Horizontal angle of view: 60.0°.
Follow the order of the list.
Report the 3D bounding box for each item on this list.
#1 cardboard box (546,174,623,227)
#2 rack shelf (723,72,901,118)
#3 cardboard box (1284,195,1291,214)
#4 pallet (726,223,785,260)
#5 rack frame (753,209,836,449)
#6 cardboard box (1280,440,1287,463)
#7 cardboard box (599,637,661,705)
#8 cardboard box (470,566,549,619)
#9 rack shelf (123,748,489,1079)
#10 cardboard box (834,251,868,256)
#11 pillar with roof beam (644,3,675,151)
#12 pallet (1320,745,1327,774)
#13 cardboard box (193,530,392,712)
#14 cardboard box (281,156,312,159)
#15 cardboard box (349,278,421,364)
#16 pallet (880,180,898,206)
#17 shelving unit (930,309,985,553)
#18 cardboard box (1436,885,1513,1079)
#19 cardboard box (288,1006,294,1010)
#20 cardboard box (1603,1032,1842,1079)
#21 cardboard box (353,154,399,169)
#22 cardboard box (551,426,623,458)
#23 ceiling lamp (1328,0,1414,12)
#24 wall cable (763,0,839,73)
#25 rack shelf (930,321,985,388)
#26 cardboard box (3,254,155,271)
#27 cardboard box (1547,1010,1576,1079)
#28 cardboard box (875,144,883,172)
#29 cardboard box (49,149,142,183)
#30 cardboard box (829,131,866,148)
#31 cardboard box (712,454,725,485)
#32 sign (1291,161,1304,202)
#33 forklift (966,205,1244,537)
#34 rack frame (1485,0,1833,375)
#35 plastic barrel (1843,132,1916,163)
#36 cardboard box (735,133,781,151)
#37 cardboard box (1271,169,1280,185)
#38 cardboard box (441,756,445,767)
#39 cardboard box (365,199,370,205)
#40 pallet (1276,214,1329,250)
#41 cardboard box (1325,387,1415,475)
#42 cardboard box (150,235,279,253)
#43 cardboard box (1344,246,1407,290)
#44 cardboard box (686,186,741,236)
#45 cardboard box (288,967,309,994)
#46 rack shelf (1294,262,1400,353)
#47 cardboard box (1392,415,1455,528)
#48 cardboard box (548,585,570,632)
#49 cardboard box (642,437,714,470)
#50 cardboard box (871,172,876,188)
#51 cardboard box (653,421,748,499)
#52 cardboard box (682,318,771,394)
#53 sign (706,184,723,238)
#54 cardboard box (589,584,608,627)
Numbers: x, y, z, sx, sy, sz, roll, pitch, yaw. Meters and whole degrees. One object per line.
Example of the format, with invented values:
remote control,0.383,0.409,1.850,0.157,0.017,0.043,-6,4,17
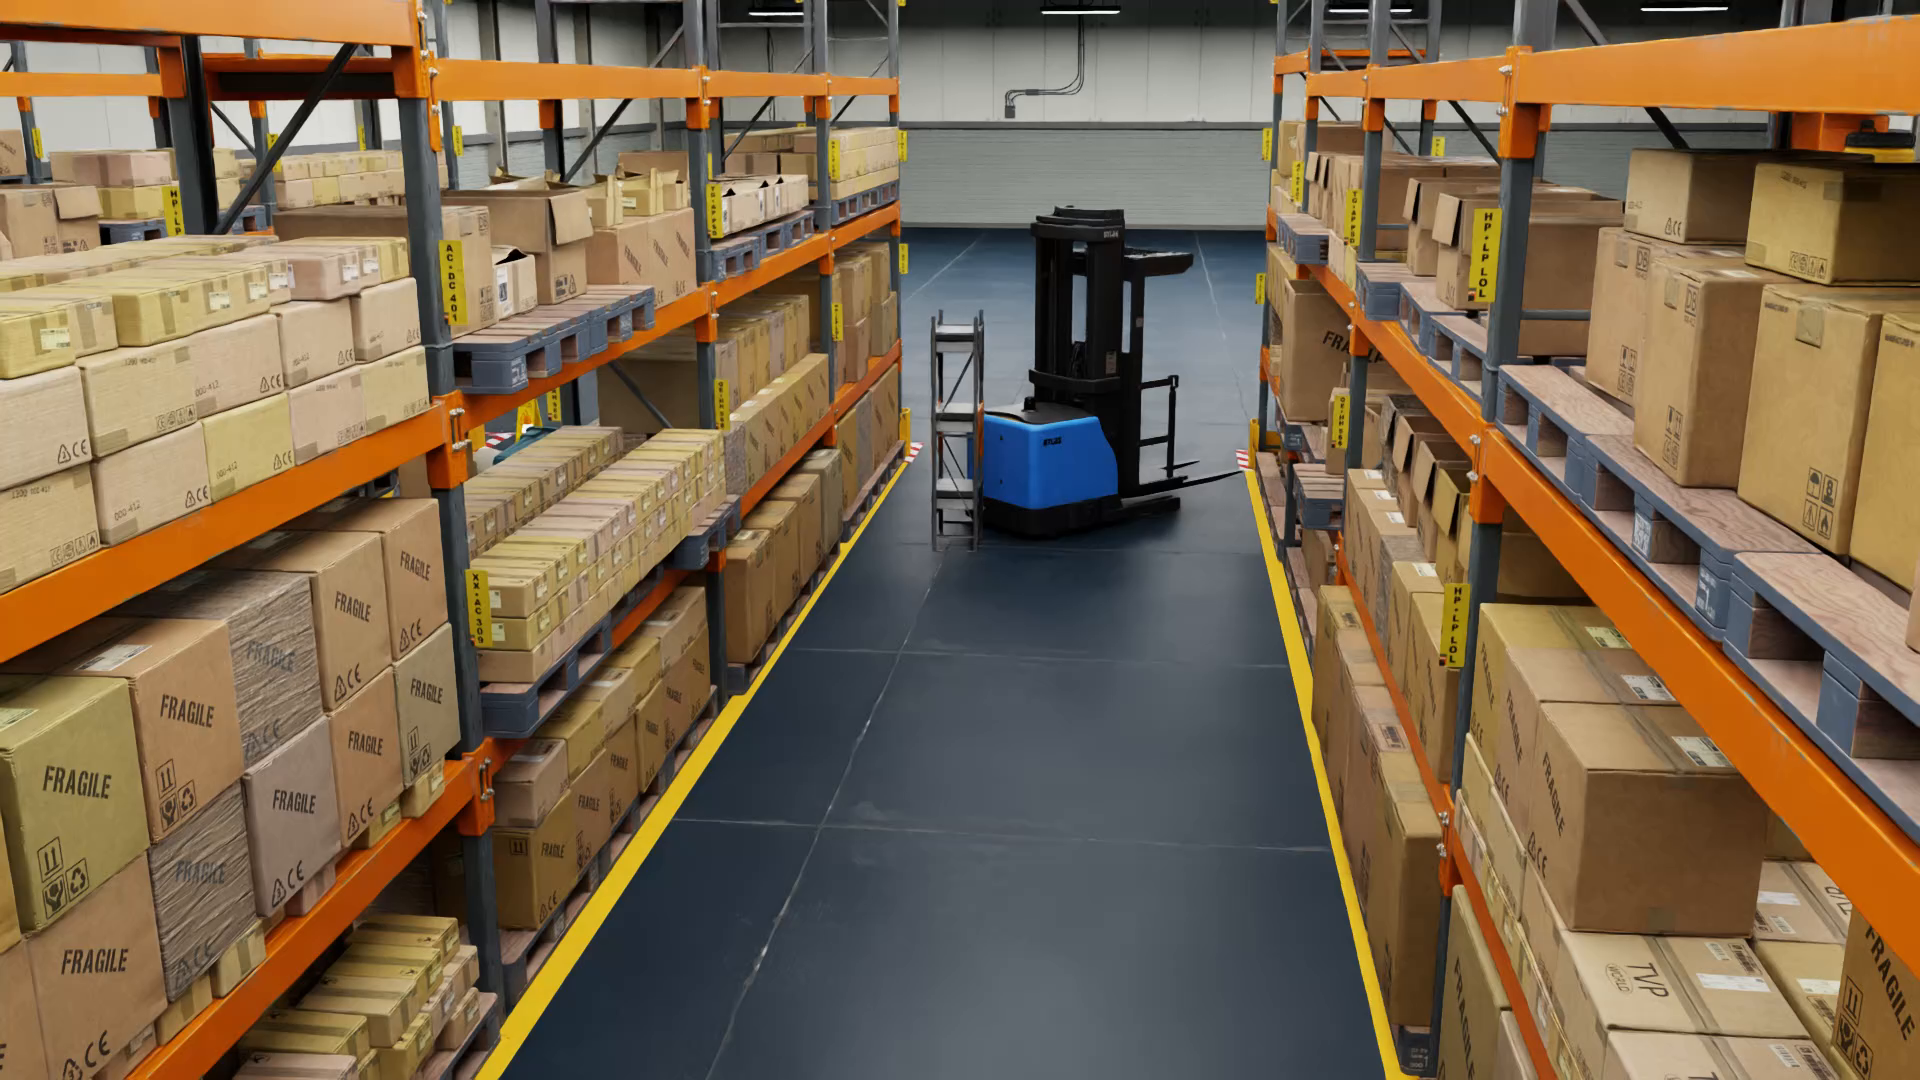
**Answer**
cardboard box,-1.975,-1.774,8.659,0.396,0.266,0.258,2,15,6
rack shelf,-1.386,-4.267,15.934,1.077,0.370,4.000,2,15,6
cardboard box,3.219,-2.989,15.098,0.500,0.250,0.500,2,15,6
pallet,-1.919,-2.170,12.145,1.003,0.211,1.213,2,15,9
rack frame,-1.611,-1.392,14.652,1.000,3.000,0.127,2,15,6
cardboard box,3.670,-1.092,17.526,0.500,0.500,0.500,5,16,17
cardboard box,-1.998,0.735,9.333,0.500,0.250,0.500,2,15,8
cardboard box,-2.012,0.225,7.207,0.380,0.149,0.250,2,15,9
rack shelf,-2.740,1.549,5.154,1.077,0.370,4.000,2,15,6
cardboard box,-1.409,-2.642,16.917,0.875,0.550,0.550,2,15,6
pillar with roof beam,-4.333,-13.090,46.422,9.100,9.000,0.548,2,15,6
pallet,2.691,1.366,9.794,1.003,0.211,1.213,2,15,6
cardboard box,-2.351,0.272,5.820,0.500,0.500,0.500,1,15,4
cardboard box,-6.642,-3.717,16.457,0.380,0.149,0.250,2,15,7
cardboard box,-2.313,-0.807,6.071,0.500,0.250,0.500,1,15,4
pallet,-1.233,-3.642,17.396,1.003,0.211,1.213,2,15,6
shelving unit,-0.019,-0.971,14.817,0.431,2.100,0.503,2,15,6
cardboard box,2.249,1.847,5.940,0.875,0.875,0.875,2,15,6
cardboard box,-2.804,1.930,6.454,0.380,0.149,0.250,2,15,6
cardboard box,1.858,1.424,3.954,0.500,0.250,0.500,1,15,4
cardboard box,-6.027,-3.905,17.150,0.380,0.149,0.250,2,15,6
cardboard box,-2.308,-0.608,10.290,0.380,0.149,0.250,2,15,6
ceiling lamp,10.030,-14.467,40.331,2.000,3.185,0.800,2,15,6
wall cable,-4.277,-14.802,49.024,3.097,2.526,0.112,2,15,6
rack shelf,-0.019,-1.633,14.638,0.431,0.518,0.480,2,15,6
cardboard box,-2.898,-0.856,5.488,0.380,0.149,0.250,1,15,5
cardboard box,1.865,1.447,4.632,0.380,0.149,0.250,1,15,5
cardboard box,-1.052,-3.805,16.549,0.500,0.250,0.500,2,15,6
cardboard box,-7.051,-3.062,13.606,0.500,0.250,0.500,1,15,5
cardboard box,-1.090,-3.769,15.655,0.380,0.149,0.250,2,15,6
cardboard box,-1.666,-0.438,10.231,0.380,0.149,0.250,2,15,7
sign,2.766,-2.931,13.608,0.100,0.325,0.005,2,15,6
forklift,1.519,-1.733,16.044,3.031,2.935,1.130,-12,19,-37
rack frame,2.403,-2.041,5.559,1.000,3.000,0.127,2,15,6
plastic barrel,8.676,-3.554,15.734,0.600,0.588,0.600,0,15,0
cardboard box,-1.829,-3.590,14.990,0.380,0.149,0.250,2,15,6
cardboard box,3.371,-3.696,16.951,0.380,0.149,0.250,2,15,7
cardboard box,-2.314,0.885,6.712,0.380,0.149,0.250,2,15,6
cardboard box,-6.087,-3.313,16.490,0.380,0.149,0.250,2,15,7
pallet,3.130,-2.420,13.067,1.213,0.211,1.003,2,15,6
cardboard box,2.839,-0.722,11.179,0.700,0.500,0.500,4,16,15
cardboard box,-2.787,-1.058,6.237,0.380,0.149,0.250,1,15,5
cardboard box,2.664,-1.689,10.289,0.500,0.250,0.500,2,15,6
cardboard box,-1.762,-2.192,11.038,0.500,0.311,0.500,2,15,6
cardboard box,-2.849,1.722,6.653,0.380,0.149,0.250,2,15,9
rack shelf,3.080,-1.802,11.799,1.077,0.370,4.000,2,15,6
cardboard box,2.679,-0.357,8.710,0.797,0.503,0.637,2,15,8
cardboard box,-1.985,0.302,7.495,0.380,0.149,0.250,1,15,5
cardboard box,-1.693,-0.518,9.955,0.380,0.149,0.250,2,15,6
cardboard box,-1.033,-3.516,16.244,0.380,0.149,0.250,2,15,7
cardboard box,-1.744,-0.512,11.204,0.500,0.500,0.500,2,15,7
cardboard box,-1.833,-1.399,12.569,0.700,0.500,0.500,2,15,6
sign,-1.524,-2.036,10.295,0.100,0.325,0.005,2,15,6
cardboard box,-1.925,0.311,8.031,0.380,0.149,0.250,2,15,7
